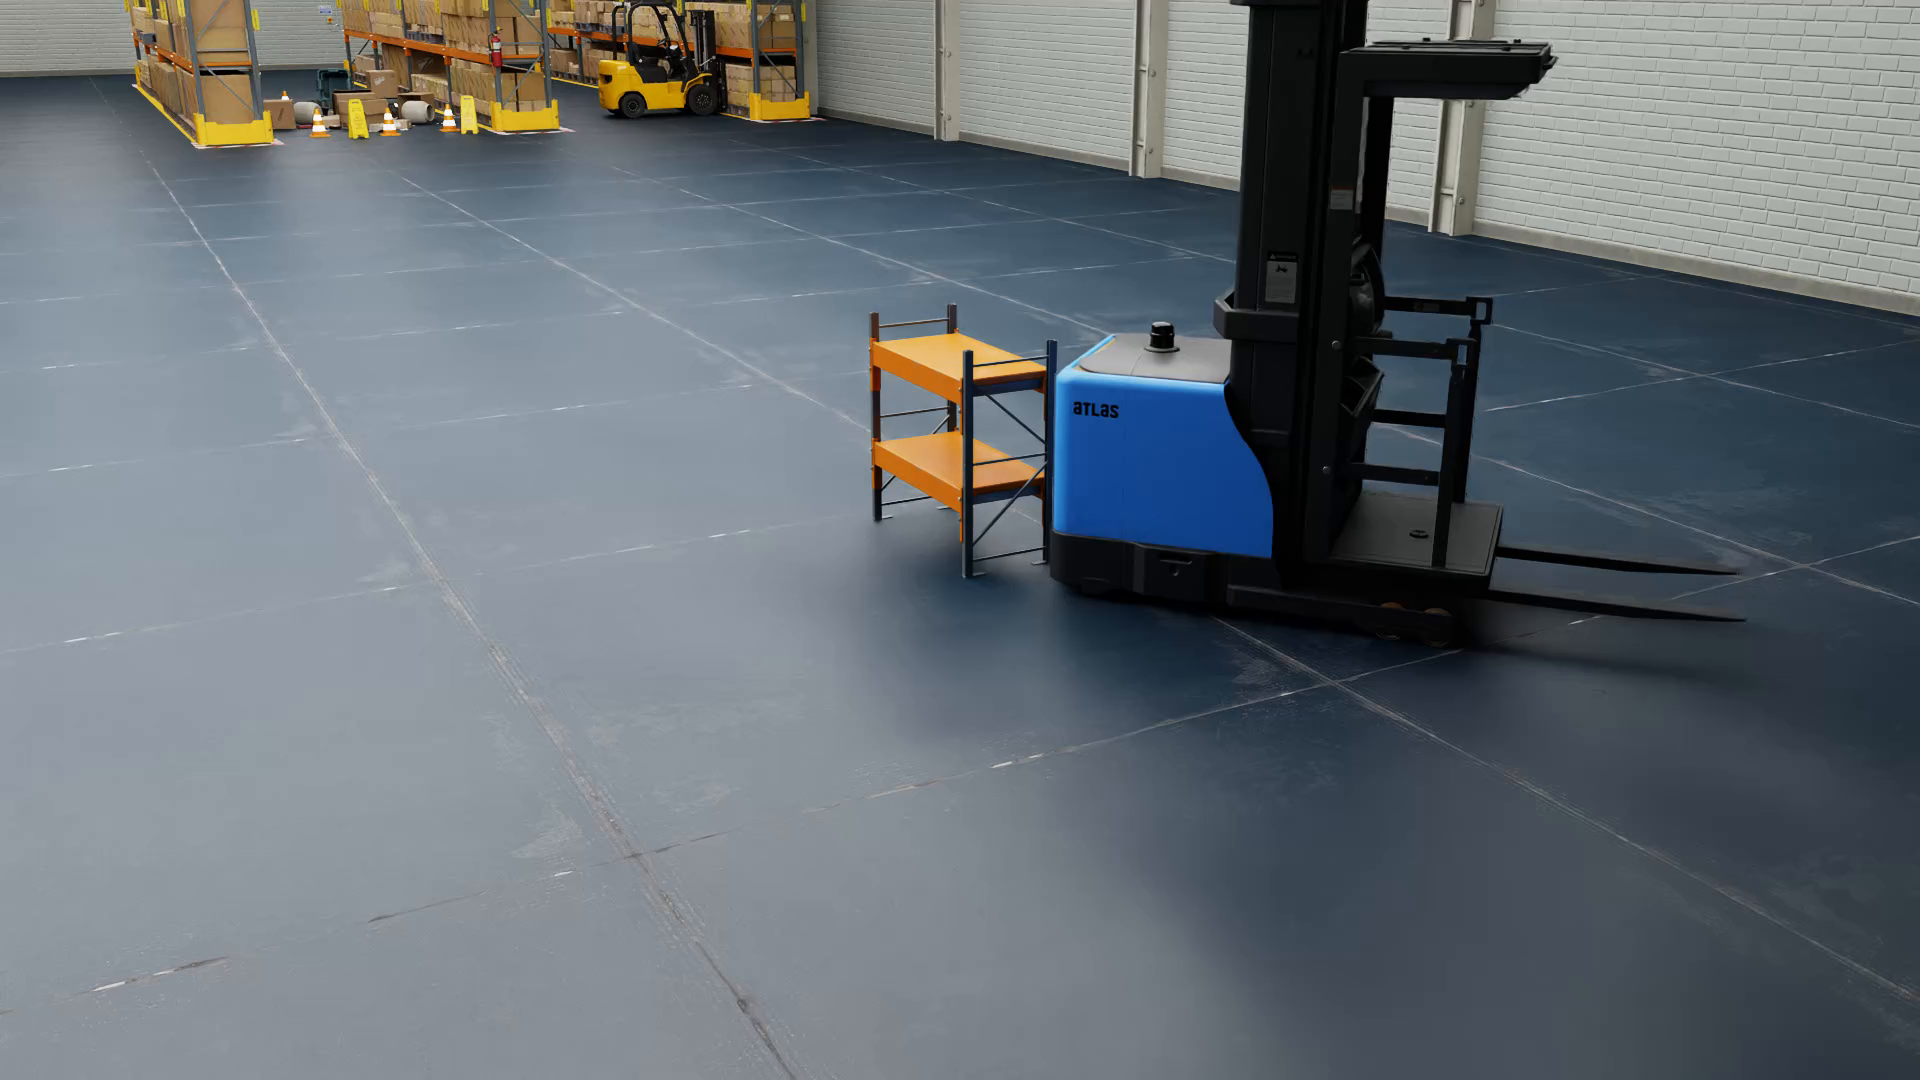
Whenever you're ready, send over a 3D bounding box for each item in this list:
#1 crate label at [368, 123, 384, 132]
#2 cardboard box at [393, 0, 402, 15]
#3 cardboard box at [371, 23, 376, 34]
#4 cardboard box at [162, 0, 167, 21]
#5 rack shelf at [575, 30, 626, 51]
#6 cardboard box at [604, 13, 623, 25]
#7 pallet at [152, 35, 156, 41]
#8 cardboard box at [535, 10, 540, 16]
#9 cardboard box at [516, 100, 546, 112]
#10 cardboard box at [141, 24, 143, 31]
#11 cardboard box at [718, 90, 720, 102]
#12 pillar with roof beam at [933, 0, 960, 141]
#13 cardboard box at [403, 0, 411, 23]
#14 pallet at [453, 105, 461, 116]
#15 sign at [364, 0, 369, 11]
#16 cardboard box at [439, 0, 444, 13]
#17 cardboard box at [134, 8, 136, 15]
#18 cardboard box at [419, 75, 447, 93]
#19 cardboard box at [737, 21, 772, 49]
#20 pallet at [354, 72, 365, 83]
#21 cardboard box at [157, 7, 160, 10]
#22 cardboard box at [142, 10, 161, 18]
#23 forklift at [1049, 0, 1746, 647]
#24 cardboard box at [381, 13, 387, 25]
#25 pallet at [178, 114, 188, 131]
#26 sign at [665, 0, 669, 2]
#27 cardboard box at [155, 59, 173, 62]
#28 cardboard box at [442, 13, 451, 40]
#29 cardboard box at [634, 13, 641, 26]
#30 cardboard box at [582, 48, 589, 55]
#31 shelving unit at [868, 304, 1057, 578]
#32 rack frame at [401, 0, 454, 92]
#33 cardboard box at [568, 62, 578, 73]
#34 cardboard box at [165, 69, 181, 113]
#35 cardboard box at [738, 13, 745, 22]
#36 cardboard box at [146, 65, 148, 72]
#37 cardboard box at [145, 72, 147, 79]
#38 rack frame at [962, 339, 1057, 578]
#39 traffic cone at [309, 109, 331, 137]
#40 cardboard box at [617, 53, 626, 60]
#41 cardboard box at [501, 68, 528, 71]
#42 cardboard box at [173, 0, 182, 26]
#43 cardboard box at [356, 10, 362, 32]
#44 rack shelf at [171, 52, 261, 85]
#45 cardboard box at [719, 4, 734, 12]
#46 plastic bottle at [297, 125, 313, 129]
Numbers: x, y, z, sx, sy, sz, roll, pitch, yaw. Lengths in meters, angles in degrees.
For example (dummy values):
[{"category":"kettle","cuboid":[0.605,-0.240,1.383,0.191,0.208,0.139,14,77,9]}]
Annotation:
[{"category":"crate label","cuboid":[-10.480,-7.428,29.948,0.298,0.136,0.250,11,22,30]},{"category":"cardboard box","cuboid":[-12.171,-11.835,36.646,0.500,0.500,0.500,-11,22,-28]},{"category":"cardboard box","cuboid":[-13.619,-12.118,39.380,0.500,0.250,0.500,-11,22,-28]},{"category":"cardboard box","cuboid":[-15.313,-10.509,32.803,0.700,0.500,0.500,-10,22,-27]},{"category":"rack shelf","cuboid":[-8.279,-12.211,40.525,1.077,0.370,4.000,-10,21,-27]},{"category":"cardboard box","cuboid":[-8.115,-12.358,39.432,0.500,0.250,0.500,-11,22,-29]},{"category":"pallet","cuboid":[-16.980,-10.883,35.866,1.003,0.211,1.213,-10,21,-27]},{"category":"cardboard box","cuboid":[-11.150,-14.172,44.876,0.500,0.250,0.500,-10,21,-26]},{"category":"cardboard box","cuboid":[-8.037,-8.084,31.032,0.500,0.250,0.500,-10,21,-27]},{"category":"cardboard box","cuboid":[-17.126,-10.856,35.236,0.380,0.149,0.250,-11,22,-29]},{"category":"cardboard box","cuboid":[-4.755,-9.100,33.977,0.500,0.250,0.500,-9,21,-25]},{"category":"pillar with roof beam","cuboid":[-4.007,-10.467,25.169,9.100,9.000,0.400,-10,21,-27]},{"category":"cardboard box","cuboid":[-11.686,-11.429,35.901,0.500,0.500,0.500,-11,22,-28]},{"category":"pallet","cuboid":[-9.446,-8.554,33.097,1.003,0.211,1.213,-10,21,-27]},{"category":"sign","cuboid":[-14.083,-12.716,39.435,0.100,0.325,0.005,-10,21,-27]},{"category":"cardboard box","cuboid":[-9.778,-10.560,32.493,0.700,0.500,0.500,-10,22,-27]},{"category":"cardboard box","cuboid":[-17.864,-11.584,36.431,0.380,0.149,0.250,-10,21,-26]},{"category":"cardboard box","cuboid":[-11.079,-9.789,35.788,0.950,0.372,0.625,-10,22,-28]},{"category":"cardboard box","cuboid":[-3.995,-9.829,32.363,0.500,0.500,0.500,-11,22,-28]},{"category":"pallet","cuboid":[-15.046,-11.968,42.992,1.003,0.211,1.213,-10,21,-27]},{"category":"cardboard box","cuboid":[-18.382,-11.843,37.745,0.500,0.500,0.500,-10,21,-27]},{"category":"cardboard box","cuboid":[-16.640,-10.842,34.284,0.380,0.149,0.250,-11,22,-29]},{"category":"forklift","cuboid":[1.998,-1.114,7.367,3.031,2.935,1.130,7,20,19]},{"category":"cardboard box","cuboid":[-12.904,-11.912,38.018,0.500,0.250,0.500,-11,22,-28]},{"category":"pallet","cuboid":[-13.812,-7.715,30.666,1.003,0.211,1.213,-10,21,-27]},{"category":"sign","cuboid":[-6.842,-12.612,38.807,0.100,0.325,0.005,-10,21,-27]},{"category":"cardboard box","cuboid":[-16.560,-9.939,34.874,0.500,0.250,0.500,-11,22,-28]},{"category":"cardboard box","cuboid":[-9.833,-10.078,32.629,0.500,0.500,0.500,-10,21,-27]},{"category":"cardboard box","cuboid":[-7.097,-11.834,37.791,0.500,0.250,0.500,-9,21,-25]},{"category":"cardboard box","cuboid":[-9.292,-12.305,41.887,0.380,0.149,0.250,-9,21,-24]},{"category":"shelving unit","cuboid":[-0.003,-0.534,8.454,0.538,1.125,1.048,-10,21,-27]},{"category":"rack frame","cuboid":[-11.696,-11.207,36.512,1.000,3.000,0.127,-10,21,-27]},{"category":"cardboard box","cuboid":[-9.921,-12.249,43.077,0.396,0.266,0.258,-9,21,-25]},{"category":"cardboard box","cuboid":[-14.479,-8.563,31.653,1.050,0.750,0.750,-10,21,-27]},{"category":"cardboard box","cuboid":[-4.089,-10.160,32.328,0.380,0.149,0.250,-10,21,-26]},{"category":"cardboard box","cuboid":[-18.582,-10.891,38.411,0.380,0.149,0.250,-10,22,-27]},{"category":"cardboard box","cuboid":[-18.615,-10.743,38.436,0.380,0.149,0.250,-11,22,-29]},{"category":"rack frame","cuboid":[0.238,-0.388,8.031,0.500,1.125,0.032,-10,21,-27]},{"category":"traffic cone","cuboid":[-11.208,-7.288,29.044,0.336,0.463,0.334,-10,21,-27]},{"category":"cardboard box","cuboid":[-7.943,-11.477,39.487,0.380,0.149,0.250,-11,22,-29]},{"category":"cardboard box","cuboid":[-8.531,-8.740,31.783,0.500,0.500,0.500,-10,21,-26]},{"category":"cardboard box","cuboid":[-13.202,-9.266,29.002,0.875,0.550,0.500,-10,21,-27]},{"category":"cardboard box","cuboid":[-14.541,-12.785,40.932,0.500,0.500,0.500,-10,22,-27]},{"category":"rack shelf","cuboid":[-13.155,-8.349,29.332,1.077,0.370,4.000,-10,21,-27]},{"category":"cardboard box","cuboid":[-4.580,-10.596,33.138,0.380,0.149,0.250,-10,21,-26]},{"category":"plastic bottle","cuboid":[-11.997,-7.578,30.499,0.133,0.061,0.283,16,25,39]}]
